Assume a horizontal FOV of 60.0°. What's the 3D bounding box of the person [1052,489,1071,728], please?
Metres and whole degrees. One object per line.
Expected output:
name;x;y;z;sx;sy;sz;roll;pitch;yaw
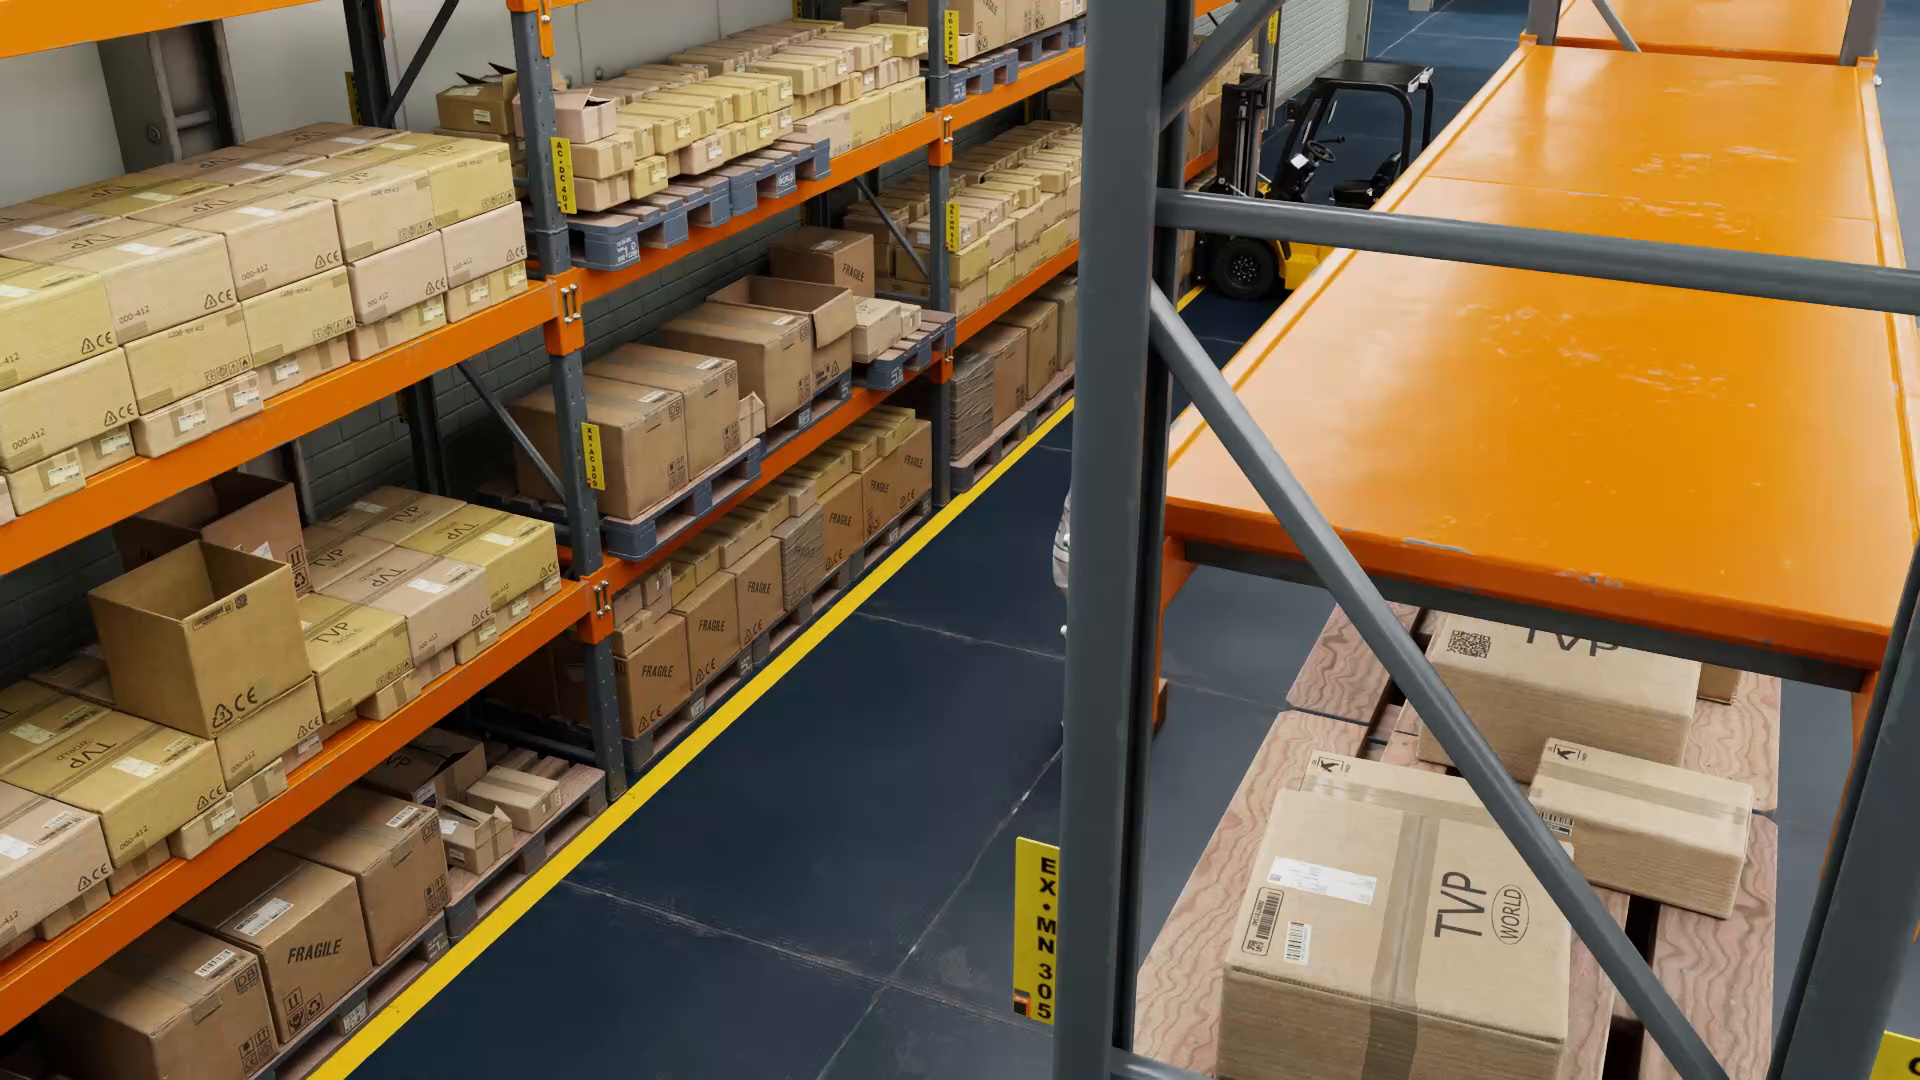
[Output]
person;0.734;0.199;9.015;0.435;1.747;0.585;10;28;20
